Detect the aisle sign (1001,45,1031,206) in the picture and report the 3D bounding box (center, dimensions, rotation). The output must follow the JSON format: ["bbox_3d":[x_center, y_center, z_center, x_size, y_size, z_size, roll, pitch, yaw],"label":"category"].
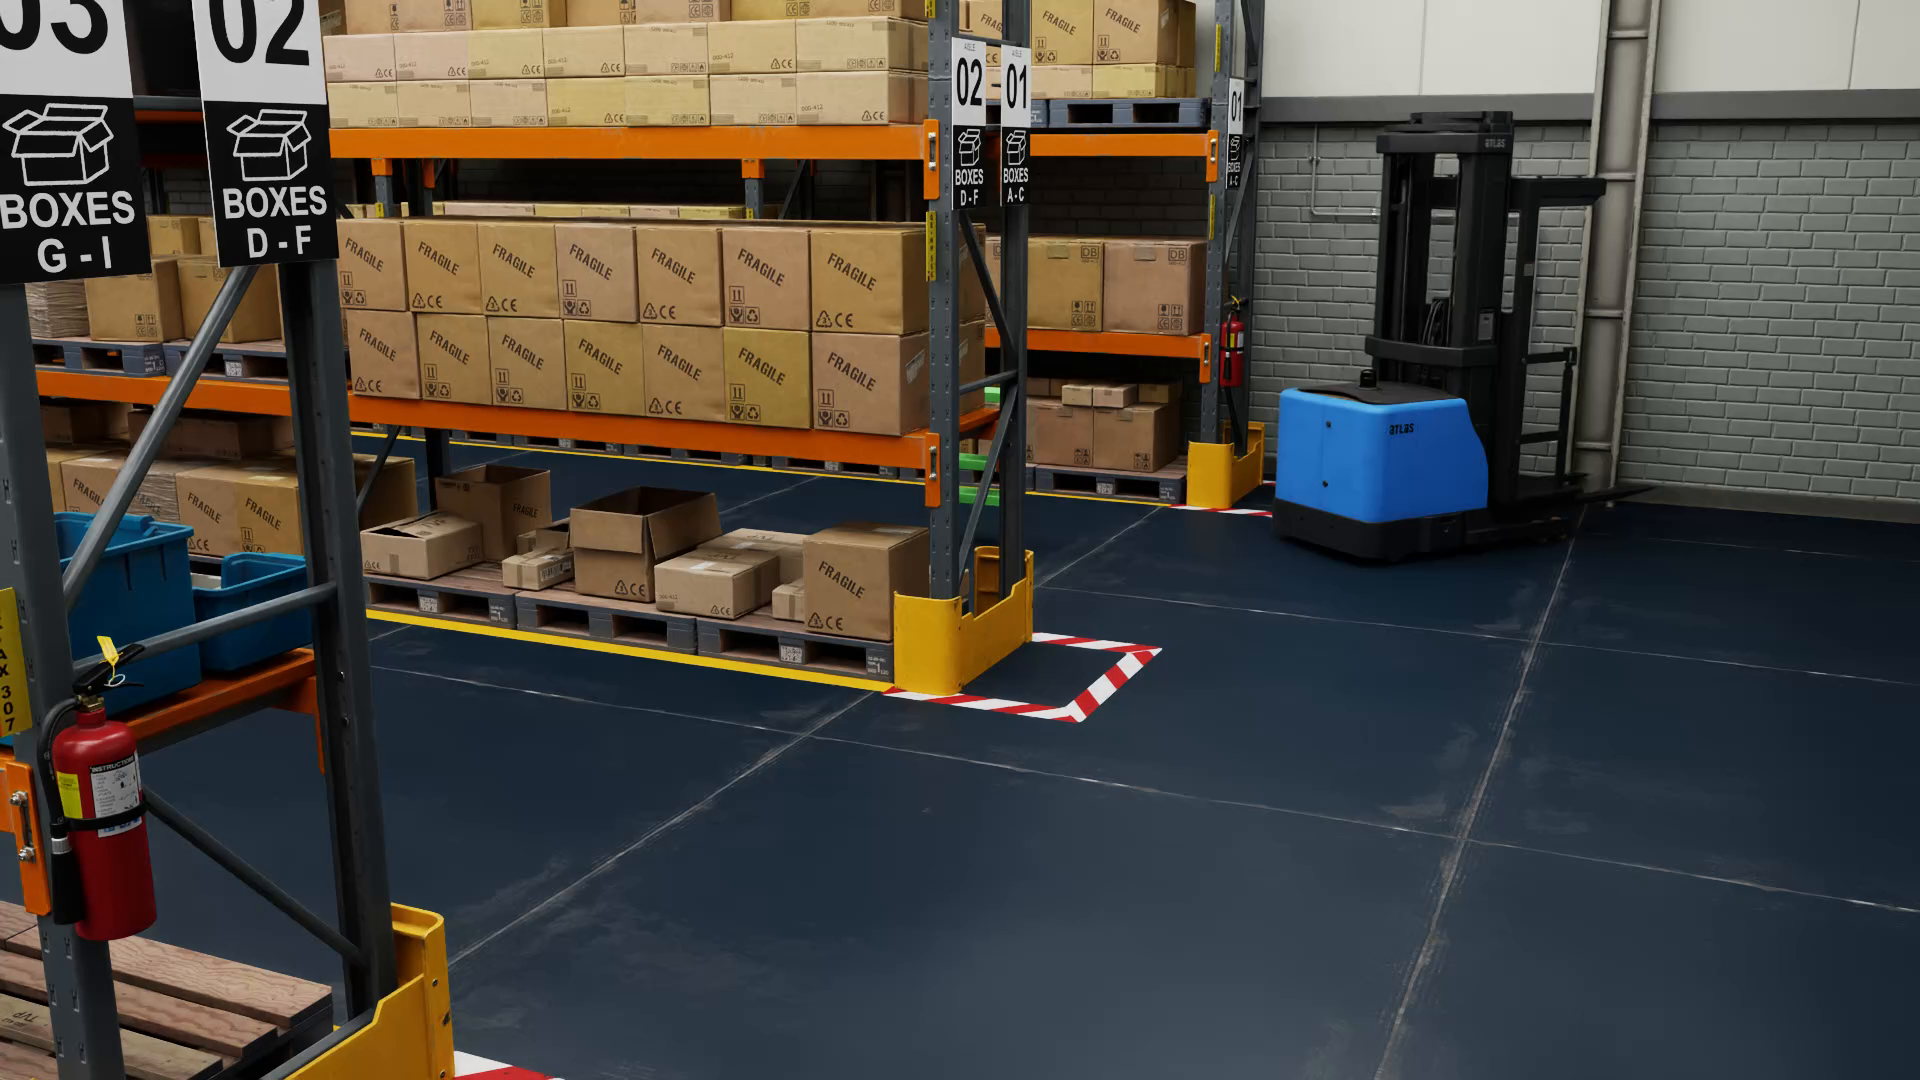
[{"bbox_3d":[0.287,-2.119,8.527,0.004,0.787,0.394,6,14,23],"label":"aisle sign"}]

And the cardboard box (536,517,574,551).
[{"bbox_3d":[-2.230,-0.010,10.155,0.500,0.311,0.500,6,14,23],"label":"cardboard box"}]

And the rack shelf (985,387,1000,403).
[{"bbox_3d":[0.151,-0.974,11.457,0.480,0.148,0.258,6,14,23],"label":"rack shelf"}]

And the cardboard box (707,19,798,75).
[{"bbox_3d":[-0.924,-2.469,8.379,0.500,0.250,0.500,6,14,23],"label":"cardboard box"}]

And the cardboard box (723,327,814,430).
[{"bbox_3d":[-0.890,-0.878,8.713,0.500,0.500,0.500,6,14,24],"label":"cardboard box"}]

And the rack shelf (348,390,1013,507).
[{"bbox_3d":[-1.723,-0.633,9.460,4.000,0.370,1.077,6,14,23],"label":"rack shelf"}]

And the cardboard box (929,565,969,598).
[{"bbox_3d":[-0.138,0.265,9.335,0.250,0.149,0.380,6,14,23],"label":"cardboard box"}]

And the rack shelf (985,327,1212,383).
[{"bbox_3d":[0.280,-1.668,13.871,4.000,0.370,1.077,6,14,23],"label":"rack shelf"}]

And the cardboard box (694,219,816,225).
[{"bbox_3d":[-1.129,-1.524,9.274,0.500,0.500,0.500,6,14,24],"label":"cardboard box"}]

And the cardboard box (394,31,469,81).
[{"bbox_3d":[-2.749,-2.656,9.175,0.500,0.250,0.500,6,14,23],"label":"cardboard box"}]

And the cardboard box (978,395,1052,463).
[{"bbox_3d":[0.511,-0.957,13.819,0.500,0.500,0.700,5,14,21],"label":"cardboard box"}]

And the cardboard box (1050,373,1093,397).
[{"bbox_3d":[0.932,-1.280,13.777,0.250,0.149,0.380,6,14,24],"label":"cardboard box"}]

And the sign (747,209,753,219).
[{"bbox_3d":[-1.759,-2.614,13.967,0.005,0.325,0.100,6,14,23],"label":"sign"}]

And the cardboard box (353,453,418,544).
[{"bbox_3d":[-3.895,-0.261,10.809,0.500,0.500,0.500,5,14,21],"label":"cardboard box"}]

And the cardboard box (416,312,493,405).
[{"bbox_3d":[-2.726,-1.066,9.512,0.500,0.500,0.500,6,15,24],"label":"cardboard box"}]

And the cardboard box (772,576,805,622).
[{"bbox_3d":[-0.825,0.312,9.097,0.250,0.166,0.380,6,14,23],"label":"cardboard box"}]

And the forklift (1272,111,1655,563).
[{"bbox_3d":[3.735,-1.501,11.734,3.031,2.935,1.130,-7,15,-29],"label":"forklift"}]

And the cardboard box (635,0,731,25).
[{"bbox_3d":[-1.294,-2.926,8.683,0.500,0.500,0.700,6,14,23],"label":"cardboard box"}]

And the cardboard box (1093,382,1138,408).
[{"bbox_3d":[1.237,-1.154,13.239,0.250,0.149,0.380,6,14,23],"label":"cardboard box"}]

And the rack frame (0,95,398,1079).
[{"bbox_3d":[-1.904,0.236,4.181,0.127,3.000,1.000,6,14,23],"label":"rack frame"}]

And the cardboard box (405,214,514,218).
[{"bbox_3d":[-2.984,-1.711,10.072,0.500,0.500,0.500,6,14,24],"label":"cardboard box"}]

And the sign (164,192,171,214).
[{"bbox_3d":[-8.641,-3.623,18.095,0.005,0.325,0.100,6,14,23],"label":"sign"}]

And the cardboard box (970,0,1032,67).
[{"bbox_3d":[0.396,-3.944,12.980,0.500,0.500,0.500,5,14,21],"label":"cardboard box"}]

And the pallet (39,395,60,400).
[{"bbox_3d":[-9.491,-1.640,18.284,1.213,0.211,1.003,6,14,23],"label":"pallet"}]

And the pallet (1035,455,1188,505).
[{"bbox_3d":[1.346,-0.533,13.564,1.213,0.211,1.003,6,14,23],"label":"pallet"}]

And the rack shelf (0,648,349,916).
[{"bbox_3d":[-3.732,0.402,5.052,4.000,0.370,1.077,6,14,23],"label":"rack shelf"}]

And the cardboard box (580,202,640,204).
[{"bbox_3d":[-3.280,-3.010,15.460,0.500,0.250,0.500,5,14,22],"label":"cardboard box"}]

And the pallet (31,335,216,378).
[{"bbox_3d":[-5.428,-1.266,11.003,1.213,0.211,1.003,6,14,23],"label":"pallet"}]

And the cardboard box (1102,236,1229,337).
[{"bbox_3d":[1.639,-2.024,13.158,0.700,0.700,0.980,7,15,26],"label":"cardboard box"}]

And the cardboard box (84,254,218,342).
[{"bbox_3d":[-5.192,-1.572,10.749,0.500,0.500,0.700,2,13,9],"label":"cardboard box"}]

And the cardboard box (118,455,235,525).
[{"bbox_3d":[-5.025,-0.245,10.742,0.500,0.500,0.500,6,14,24],"label":"cardboard box"}]

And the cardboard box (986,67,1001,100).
[{"bbox_3d":[0.378,-3.581,13.073,0.500,0.250,0.500,5,14,22],"label":"cardboard box"}]

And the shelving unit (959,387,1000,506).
[{"bbox_3d":[0.151,-0.569,11.553,0.503,1.200,0.258,6,14,23],"label":"shelving unit"}]

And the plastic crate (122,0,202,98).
[{"bbox_3d":[-2.143,-1.254,4.254,0.590,0.269,0.497,6,14,23],"label":"plastic crate"}]

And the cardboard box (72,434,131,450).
[{"bbox_3d":[-5.785,-0.450,11.615,0.500,0.500,0.500,5,14,21],"label":"cardboard box"}]

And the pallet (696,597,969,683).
[{"bbox_3d":[-0.693,0.479,9.251,1.213,0.211,1.003,6,14,23],"label":"pallet"}]

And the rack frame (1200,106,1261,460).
[{"bbox_3d":[2.109,-1.833,13.000,0.127,3.000,1.000,6,14,23],"label":"rack frame"}]

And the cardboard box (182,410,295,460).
[{"bbox_3d":[-4.809,-0.719,11.118,0.500,0.250,0.500,6,14,23],"label":"cardboard box"}]

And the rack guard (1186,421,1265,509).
[{"bbox_3d":[2.131,-0.614,13.276,0.348,0.500,1.175,6,14,23],"label":"rack guard"}]

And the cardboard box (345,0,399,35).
[{"bbox_3d":[-3.091,-3.127,9.540,0.500,0.500,0.700,6,14,23],"label":"cardboard box"}]

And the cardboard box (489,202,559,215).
[{"bbox_3d":[-3.944,-2.951,15.208,0.500,0.250,0.500,6,14,24],"label":"cardboard box"}]

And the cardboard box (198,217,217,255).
[{"bbox_3d":[-7.288,-3.044,16.981,0.500,0.500,0.700,8,15,31],"label":"cardboard box"}]

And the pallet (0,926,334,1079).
[{"bbox_3d":[-2.642,1.510,4.860,1.213,0.211,1.003,6,14,23],"label":"pallet"}]

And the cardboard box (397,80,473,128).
[{"bbox_3d":[-2.751,-2.412,9.228,0.500,0.250,0.500,6,14,23],"label":"cardboard box"}]

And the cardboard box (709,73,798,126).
[{"bbox_3d":[-0.923,-2.226,8.438,0.500,0.250,0.500,6,14,23],"label":"cardboard box"}]

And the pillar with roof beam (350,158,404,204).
[{"bbox_3d":[-7.787,-4.896,12.920,0.400,9.000,9.100,6,14,23],"label":"pillar with roof beam"}]

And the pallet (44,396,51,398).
[{"bbox_3d":[-10.610,-1.753,18.763,1.213,0.211,1.003,6,14,23],"label":"pallet"}]

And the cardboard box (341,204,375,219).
[{"bbox_3d":[-5.833,-3.204,16.242,0.250,0.149,0.380,3,14,14],"label":"cardboard box"}]

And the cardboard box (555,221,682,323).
[{"bbox_3d":[-1.820,-1.458,8.995,0.500,0.500,0.500,6,15,25],"label":"cardboard box"}]

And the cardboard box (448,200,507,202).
[{"bbox_3d":[-4.686,-3.154,16.073,0.500,0.250,0.500,6,15,25],"label":"cardboard box"}]
